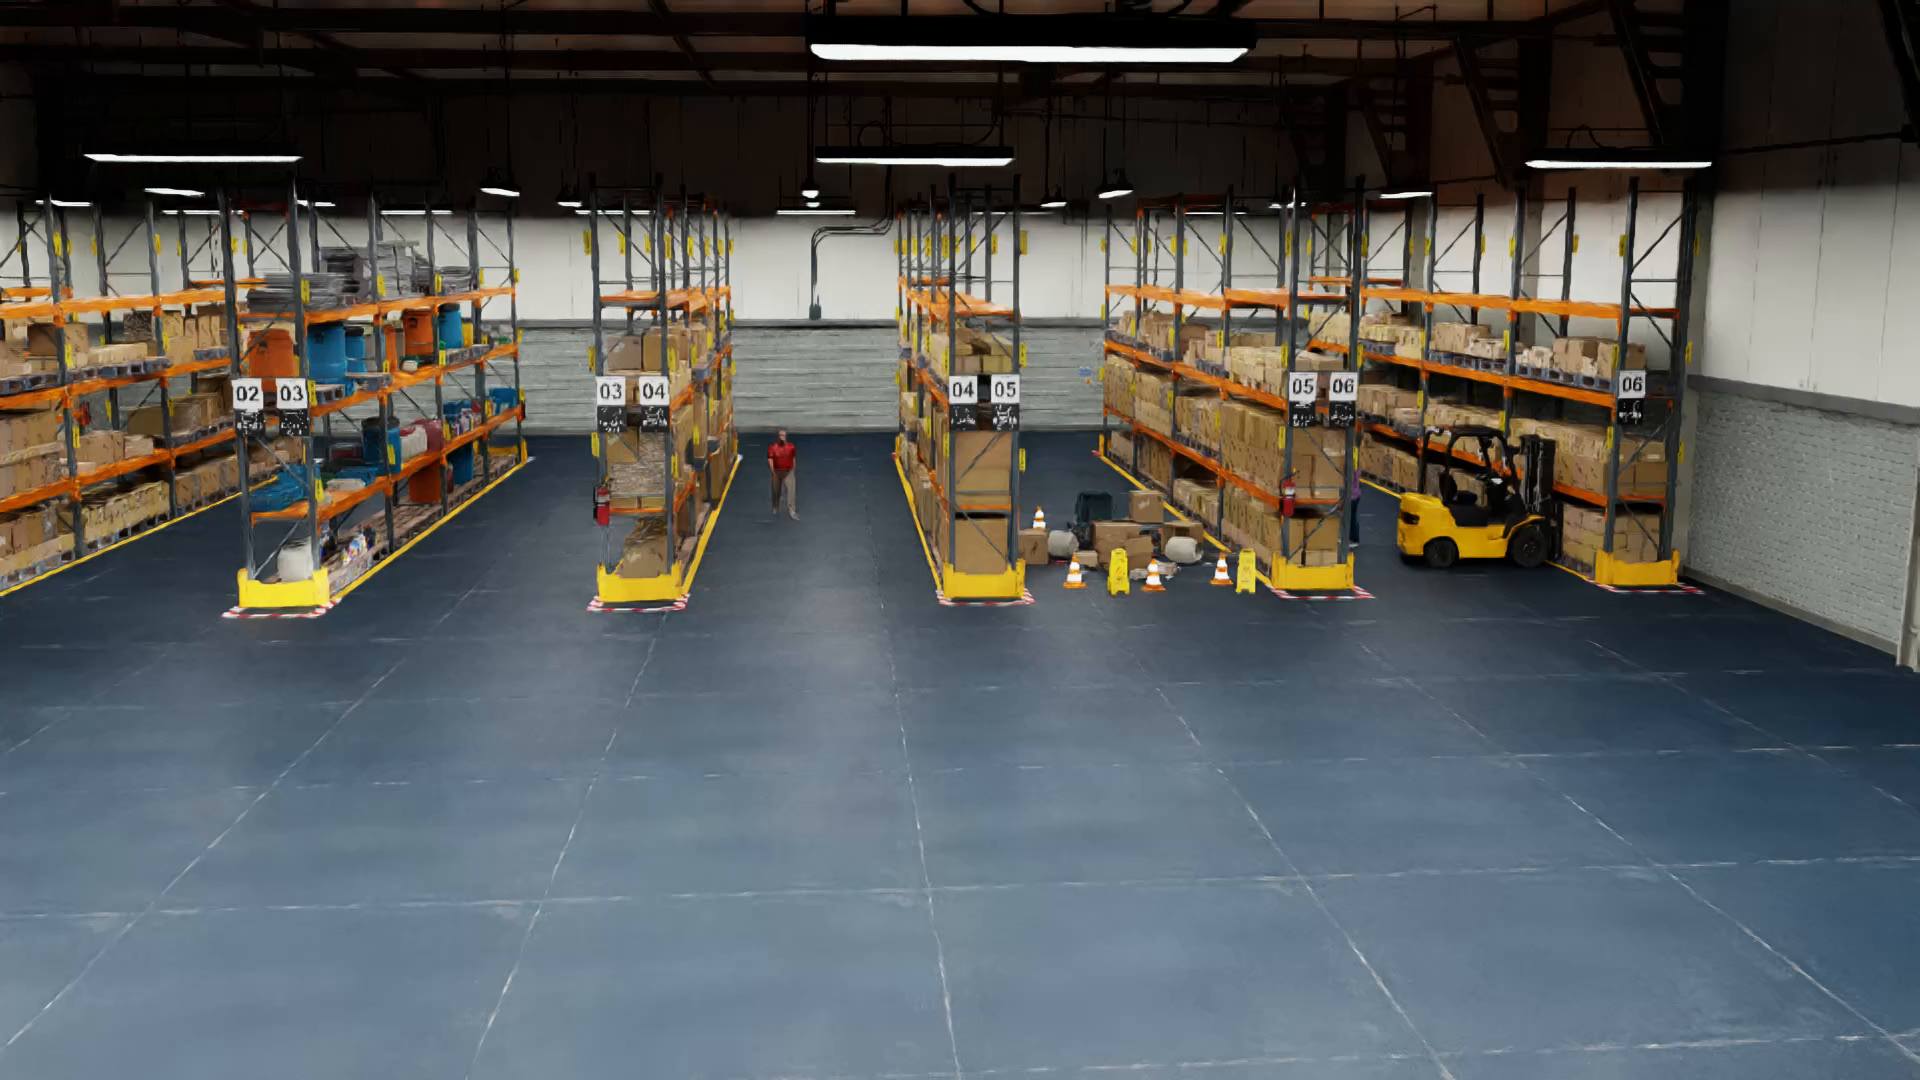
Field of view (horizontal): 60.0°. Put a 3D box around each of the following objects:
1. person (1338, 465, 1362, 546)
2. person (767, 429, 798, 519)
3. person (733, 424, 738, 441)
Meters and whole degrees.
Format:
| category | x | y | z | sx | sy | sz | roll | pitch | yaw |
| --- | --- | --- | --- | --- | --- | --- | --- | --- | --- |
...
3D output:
| category | x | y | z | sx | sy | sz | roll | pitch | yaw |
| --- | --- | --- | --- | --- | --- | --- | --- | --- | --- |
| person | 6.572 | -0.707 | 28.045 | 0.449 | 1.599 | 0.467 | 5 | 11 | 27 |
| person | -3.302 | -1.237 | 30.838 | 0.536 | 1.659 | 1.036 | -2 | 10 | -12 |
| person | -6.023 | -3.262 | 42.534 | 0.485 | 1.617 | 0.959 | 3 | 11 | 18 |
